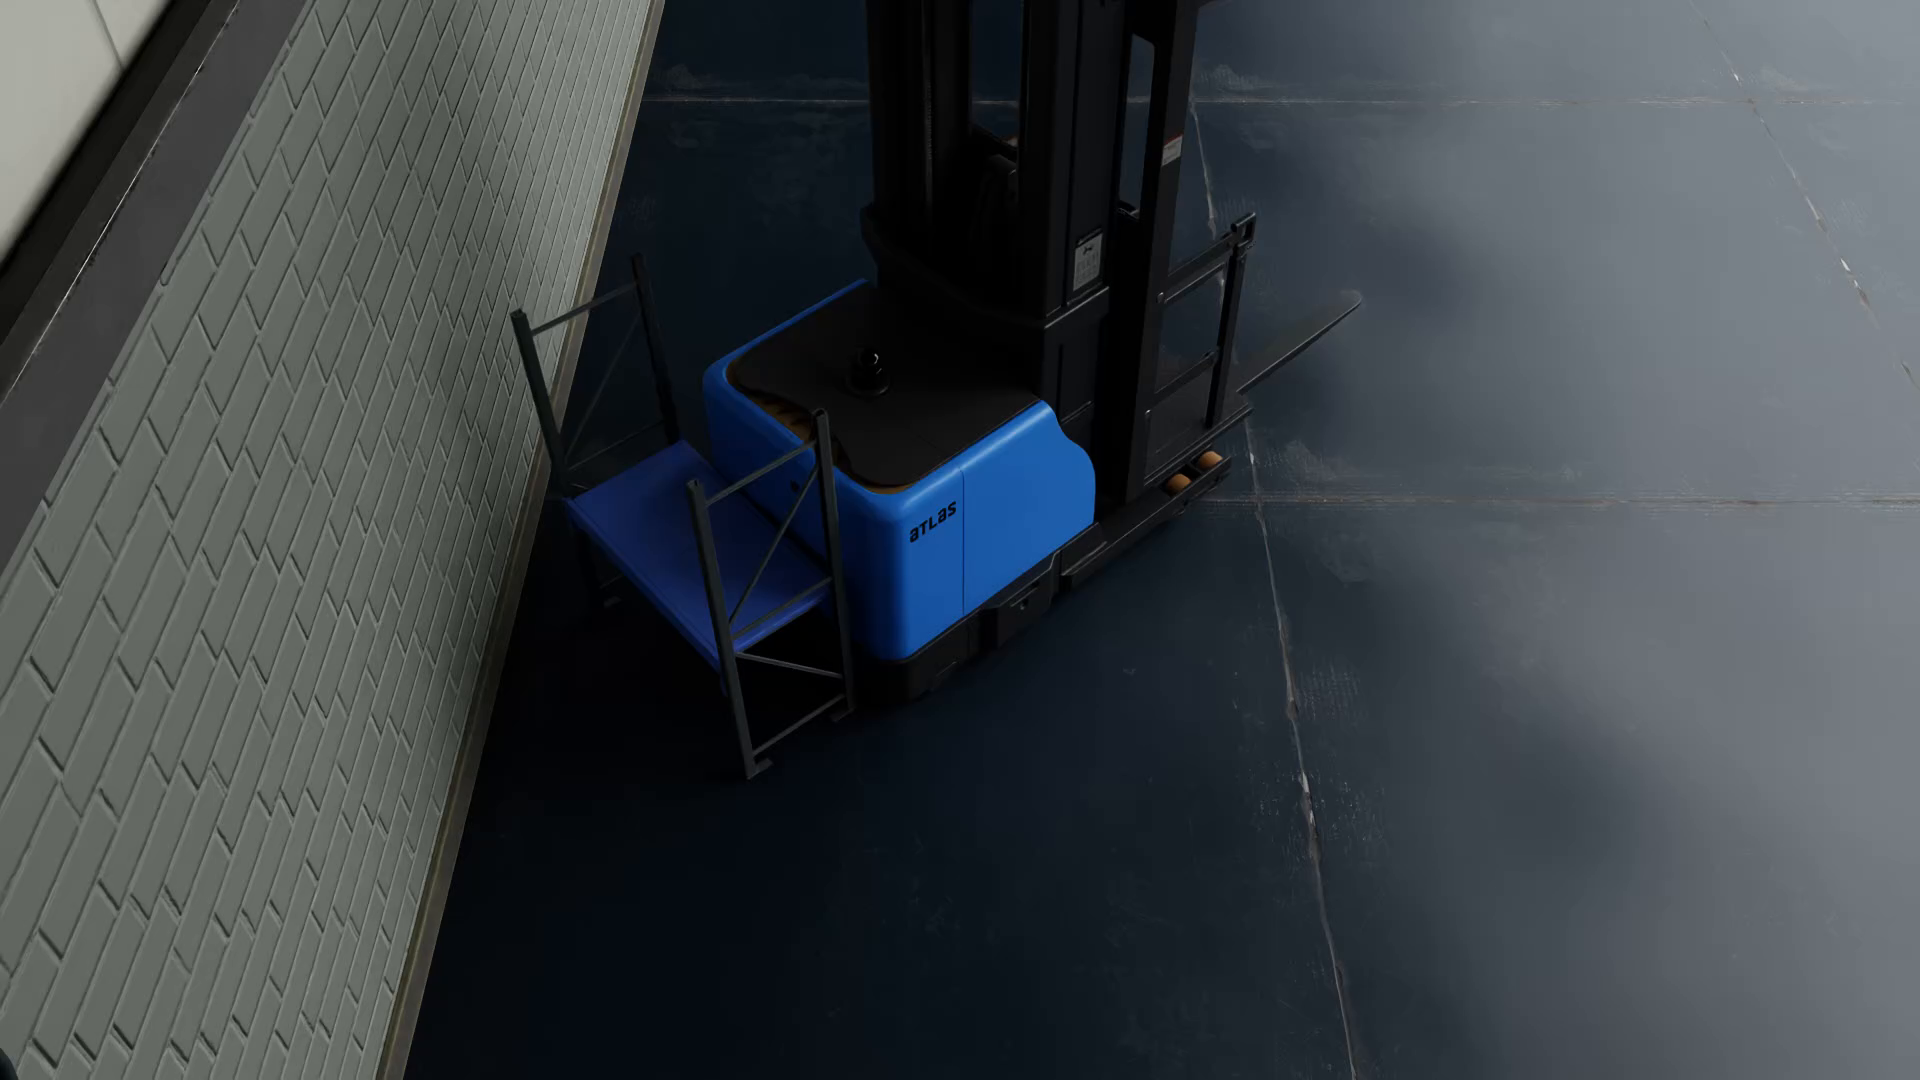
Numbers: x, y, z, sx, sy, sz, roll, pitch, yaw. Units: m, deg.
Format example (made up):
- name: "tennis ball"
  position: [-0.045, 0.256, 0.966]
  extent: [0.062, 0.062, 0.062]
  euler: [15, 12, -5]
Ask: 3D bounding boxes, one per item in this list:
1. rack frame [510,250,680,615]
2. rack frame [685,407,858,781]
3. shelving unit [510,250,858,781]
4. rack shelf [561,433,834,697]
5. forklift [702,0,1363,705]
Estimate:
- name: "rack frame"
  position: [-1.246, -0.342, 6.036]
  extent: [0.500, 1.500, 0.032]
  euler: [-32, 55, -25]
- name: "rack frame"
  position: [-0.591, 0.228, 5.506]
  extent: [0.500, 1.500, 0.032]
  euler: [-32, 55, -25]
- name: "shelving unit"
  position: [-0.919, -0.057, 5.771]
  extent: [0.538, 1.500, 1.048]
  euler: [-32, 55, -25]
- name: "rack shelf"
  position: [-0.916, 0.064, 5.904]
  extent: [0.538, 0.185, 1.000]
  euler: [-32, 55, -25]
- name: "forklift"
  position: [0.487, -1.354, 6.007]
  extent: [3.031, 2.935, 1.130]
  euler: [-35, 56, -28]
